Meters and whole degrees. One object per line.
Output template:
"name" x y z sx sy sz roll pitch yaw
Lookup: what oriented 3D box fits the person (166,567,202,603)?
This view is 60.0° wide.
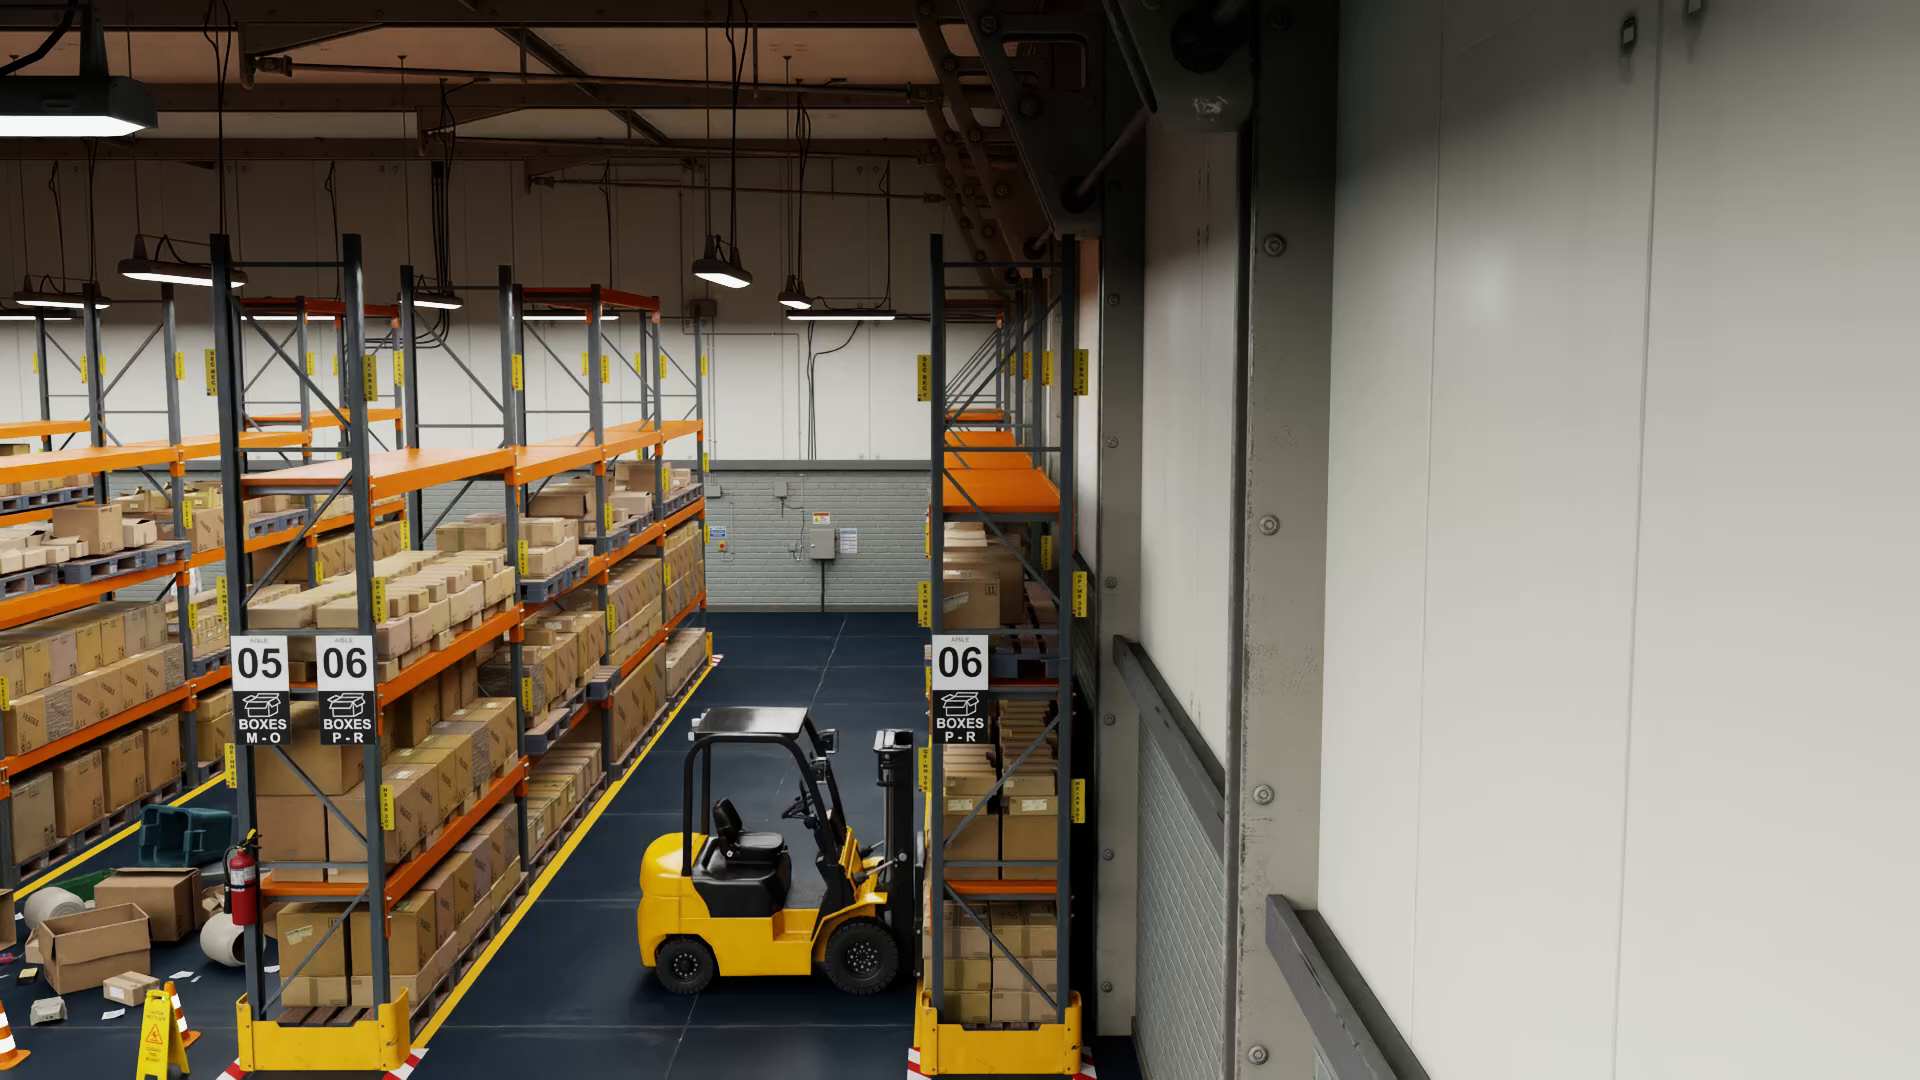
"person" -14.002 0.975 30.019 0.579 1.708 1.102 -3 7 -29
